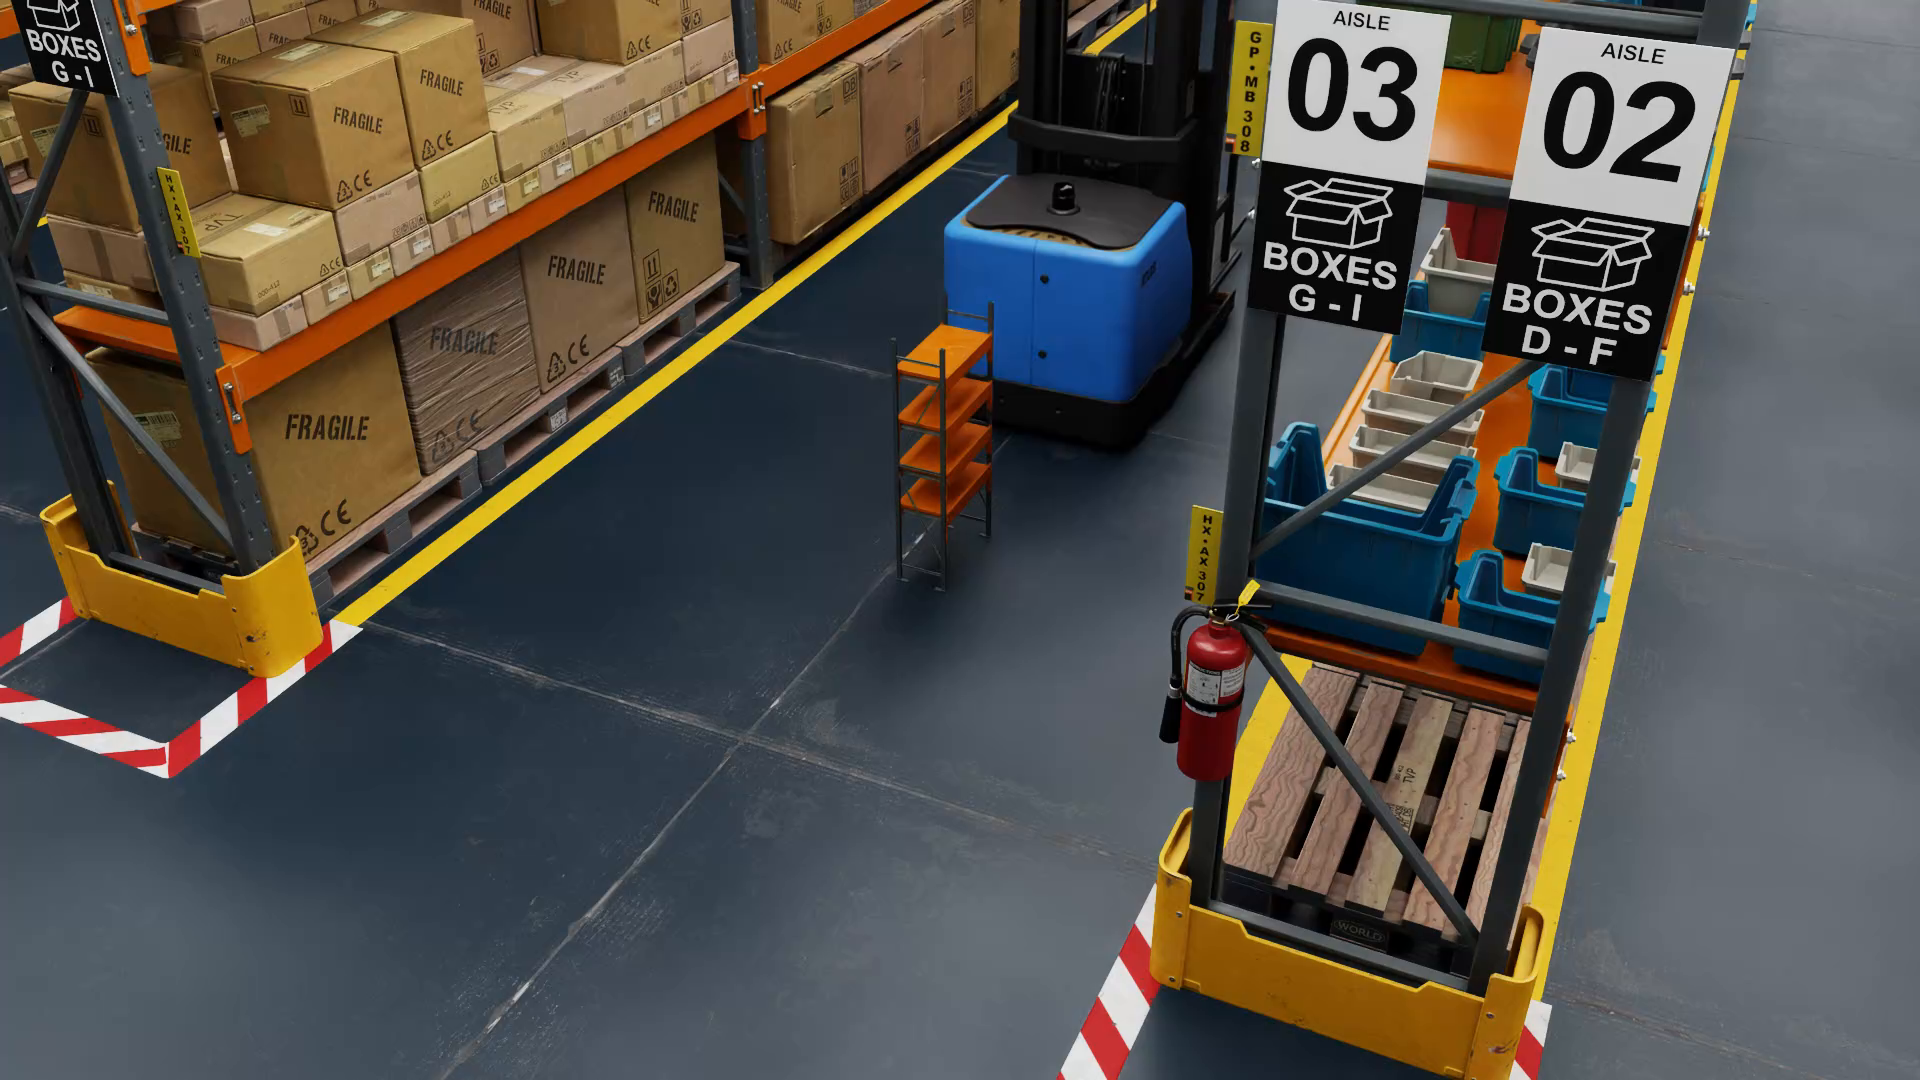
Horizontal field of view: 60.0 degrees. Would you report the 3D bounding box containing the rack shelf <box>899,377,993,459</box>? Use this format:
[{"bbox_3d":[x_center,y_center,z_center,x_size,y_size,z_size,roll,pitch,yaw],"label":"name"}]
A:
[{"bbox_3d":[-0.069,-0.550,7.210,0.258,0.148,0.480,14,36,20],"label":"rack shelf"}]

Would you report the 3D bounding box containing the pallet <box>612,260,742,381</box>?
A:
[{"bbox_3d":[-2.002,-1.366,9.641,1.003,0.211,1.213,14,36,20],"label":"pallet"}]

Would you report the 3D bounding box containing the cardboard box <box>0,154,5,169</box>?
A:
[{"bbox_3d":[-6.399,-2.450,10.697,0.380,0.149,0.250,15,36,22],"label":"cardboard box"}]

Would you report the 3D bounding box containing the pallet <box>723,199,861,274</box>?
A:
[{"bbox_3d":[-1.358,-2.128,10.804,1.003,0.211,1.213,14,36,20],"label":"pallet"}]

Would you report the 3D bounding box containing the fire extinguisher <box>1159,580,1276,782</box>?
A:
[{"bbox_3d":[0.736,0.395,4.823,0.296,0.674,0.183,14,36,20],"label":"fire extinguisher"}]

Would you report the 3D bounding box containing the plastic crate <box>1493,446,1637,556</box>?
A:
[{"bbox_3d":[1.890,-0.095,5.257,0.416,0.233,0.300,14,36,20],"label":"plastic crate"}]

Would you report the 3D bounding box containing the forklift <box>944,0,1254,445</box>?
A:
[{"bbox_3d":[0.958,-2.500,8.890,1.130,2.935,3.031,13,36,20],"label":"forklift"}]

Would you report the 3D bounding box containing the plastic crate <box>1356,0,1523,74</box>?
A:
[{"bbox_3d":[1.366,-1.487,4.740,0.450,0.188,0.336,14,36,20],"label":"plastic crate"}]

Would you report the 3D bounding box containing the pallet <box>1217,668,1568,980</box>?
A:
[{"bbox_3d":[1.593,1.000,6.033,1.003,0.211,1.213,14,36,20],"label":"pallet"}]

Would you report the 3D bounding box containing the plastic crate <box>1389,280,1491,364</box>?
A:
[{"bbox_3d":[1.839,-0.801,6.334,0.416,0.233,0.300,14,36,20],"label":"plastic crate"}]

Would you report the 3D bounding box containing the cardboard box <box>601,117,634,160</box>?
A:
[{"bbox_3d":[-1.873,-2.048,8.367,0.380,0.149,0.250,15,36,21],"label":"cardboard box"}]

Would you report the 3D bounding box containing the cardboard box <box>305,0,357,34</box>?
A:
[{"bbox_3d":[-5.099,-4.047,13.082,0.500,0.500,0.500,15,36,21],"label":"cardboard box"}]

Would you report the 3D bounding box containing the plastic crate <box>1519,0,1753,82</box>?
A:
[{"bbox_3d":[1.627,-1.092,4.064,0.497,0.269,0.590,14,36,20],"label":"plastic crate"}]

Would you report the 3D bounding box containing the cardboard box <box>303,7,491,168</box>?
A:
[{"bbox_3d":[-2.420,-1.962,7.188,0.500,0.500,0.500,13,35,19],"label":"cardboard box"}]

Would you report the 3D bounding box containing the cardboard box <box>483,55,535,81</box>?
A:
[{"bbox_3d":[-2.471,-2.275,8.349,0.500,0.250,0.500,15,36,22],"label":"cardboard box"}]

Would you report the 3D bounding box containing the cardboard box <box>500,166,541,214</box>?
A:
[{"bbox_3d":[-2.196,-1.663,7.780,0.380,0.149,0.250,13,36,19],"label":"cardboard box"}]

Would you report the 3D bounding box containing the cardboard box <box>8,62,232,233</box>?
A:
[{"bbox_3d":[-3.321,-1.579,6.604,0.500,0.500,0.500,15,36,21],"label":"cardboard box"}]

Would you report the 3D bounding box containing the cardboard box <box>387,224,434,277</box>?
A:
[{"bbox_3d":[-2.517,-1.283,7.200,0.380,0.149,0.250,14,36,20],"label":"cardboard box"}]

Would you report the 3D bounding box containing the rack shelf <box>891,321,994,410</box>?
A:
[{"bbox_3d":[-0.069,-0.748,7.080,0.258,0.148,0.480,14,36,20],"label":"rack shelf"}]

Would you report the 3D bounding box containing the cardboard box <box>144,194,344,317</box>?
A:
[{"bbox_3d":[-2.840,-1.140,6.618,0.500,0.250,0.500,13,36,19],"label":"cardboard box"}]

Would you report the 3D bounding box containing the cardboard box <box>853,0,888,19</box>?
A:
[{"bbox_3d":[-0.774,-3.606,10.423,0.500,0.500,0.500,13,36,19],"label":"cardboard box"}]

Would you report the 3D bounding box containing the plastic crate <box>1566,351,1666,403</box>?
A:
[{"bbox_3d":[2.291,-0.572,5.985,0.416,0.233,0.300,14,36,20],"label":"plastic crate"}]

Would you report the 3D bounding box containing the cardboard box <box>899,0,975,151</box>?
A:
[{"bbox_3d":[-0.627,-3.391,11.741,1.225,0.875,0.875,14,36,21],"label":"cardboard box"}]

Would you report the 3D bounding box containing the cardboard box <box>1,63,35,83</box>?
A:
[{"bbox_3d":[-6.408,-3.189,11.553,0.380,0.149,0.250,16,36,22],"label":"cardboard box"}]

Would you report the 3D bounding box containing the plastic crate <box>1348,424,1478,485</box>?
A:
[{"bbox_3d":[1.523,-0.268,5.609,0.396,0.136,0.243,14,36,20],"label":"plastic crate"}]

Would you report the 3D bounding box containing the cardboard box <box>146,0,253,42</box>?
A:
[{"bbox_3d":[-5.526,-3.833,12.072,0.500,0.250,0.500,13,35,18],"label":"cardboard box"}]

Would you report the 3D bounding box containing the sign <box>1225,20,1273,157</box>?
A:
[{"bbox_3d":[0.706,-1.093,4.042,0.100,0.325,0.005,14,36,20],"label":"sign"}]

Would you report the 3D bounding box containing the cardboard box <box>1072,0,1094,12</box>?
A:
[{"bbox_3d":[0.774,-4.925,14.404,0.700,0.500,0.500,17,37,24],"label":"cardboard box"}]

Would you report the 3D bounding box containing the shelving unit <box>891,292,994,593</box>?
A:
[{"bbox_3d":[-0.069,-0.419,7.295,0.258,1.200,0.503,14,36,20],"label":"shelving unit"}]

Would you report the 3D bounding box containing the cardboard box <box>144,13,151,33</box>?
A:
[{"bbox_3d":[-5.994,-3.954,12.257,0.500,0.250,0.500,13,36,19],"label":"cardboard box"}]

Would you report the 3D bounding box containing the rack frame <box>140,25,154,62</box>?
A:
[{"bbox_3d":[-6.076,-4.081,11.239,1.000,3.000,0.127,14,36,20],"label":"rack frame"}]

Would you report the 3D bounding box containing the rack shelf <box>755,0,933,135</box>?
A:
[{"bbox_3d":[-0.776,-3.588,11.143,1.077,0.370,4.000,14,36,20],"label":"rack shelf"}]

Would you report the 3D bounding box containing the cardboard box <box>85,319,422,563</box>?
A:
[{"bbox_3d":[-3.091,-0.525,7.370,0.875,0.875,0.875,14,36,20],"label":"cardboard box"}]

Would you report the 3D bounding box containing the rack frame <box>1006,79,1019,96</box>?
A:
[{"bbox_3d":[0.061,-4.885,12.465,1.000,3.000,0.127,14,36,20],"label":"rack frame"}]

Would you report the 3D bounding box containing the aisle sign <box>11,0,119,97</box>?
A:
[{"bbox_3d":[-3.044,-1.883,5.516,0.394,0.787,0.004,14,36,20],"label":"aisle sign"}]

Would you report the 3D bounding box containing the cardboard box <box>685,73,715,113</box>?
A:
[{"bbox_3d":[-1.551,-2.432,8.953,0.380,0.149,0.250,15,36,21],"label":"cardboard box"}]

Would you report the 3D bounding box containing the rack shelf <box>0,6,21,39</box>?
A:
[{"bbox_3d":[-6.912,-2.784,9.917,1.077,0.370,4.000,14,36,20],"label":"rack shelf"}]

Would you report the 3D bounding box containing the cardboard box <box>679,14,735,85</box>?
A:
[{"bbox_3d":[-1.559,-2.675,8.959,0.500,0.250,0.500,14,36,20],"label":"cardboard box"}]

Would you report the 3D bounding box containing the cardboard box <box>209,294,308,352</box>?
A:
[{"bbox_3d":[-2.838,-0.897,6.611,0.380,0.149,0.250,15,36,21],"label":"cardboard box"}]

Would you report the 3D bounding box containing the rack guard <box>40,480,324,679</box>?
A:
[{"bbox_3d":[-3.296,0.156,7.055,1.175,0.500,0.348,14,36,20],"label":"rack guard"}]

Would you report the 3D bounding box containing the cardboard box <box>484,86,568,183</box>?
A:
[{"bbox_3d":[-2.202,-1.911,7.794,0.500,0.250,0.500,13,36,20],"label":"cardboard box"}]

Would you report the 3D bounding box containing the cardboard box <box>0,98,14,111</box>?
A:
[{"bbox_3d":[-6.157,-2.815,10.981,0.380,0.149,0.250,14,36,20],"label":"cardboard box"}]

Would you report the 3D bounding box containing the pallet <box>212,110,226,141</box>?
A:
[{"bbox_3d":[-5.751,-3.303,12.595,1.003,0.211,1.213,14,36,20],"label":"pallet"}]

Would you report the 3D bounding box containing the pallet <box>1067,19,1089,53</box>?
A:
[{"bbox_3d":[0.389,-4.108,13.822,1.003,0.211,1.213,14,36,20],"label":"pallet"}]

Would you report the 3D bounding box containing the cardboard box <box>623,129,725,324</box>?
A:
[{"bbox_3d":[-1.962,-1.870,9.421,0.875,0.875,0.875,14,36,20],"label":"cardboard box"}]
